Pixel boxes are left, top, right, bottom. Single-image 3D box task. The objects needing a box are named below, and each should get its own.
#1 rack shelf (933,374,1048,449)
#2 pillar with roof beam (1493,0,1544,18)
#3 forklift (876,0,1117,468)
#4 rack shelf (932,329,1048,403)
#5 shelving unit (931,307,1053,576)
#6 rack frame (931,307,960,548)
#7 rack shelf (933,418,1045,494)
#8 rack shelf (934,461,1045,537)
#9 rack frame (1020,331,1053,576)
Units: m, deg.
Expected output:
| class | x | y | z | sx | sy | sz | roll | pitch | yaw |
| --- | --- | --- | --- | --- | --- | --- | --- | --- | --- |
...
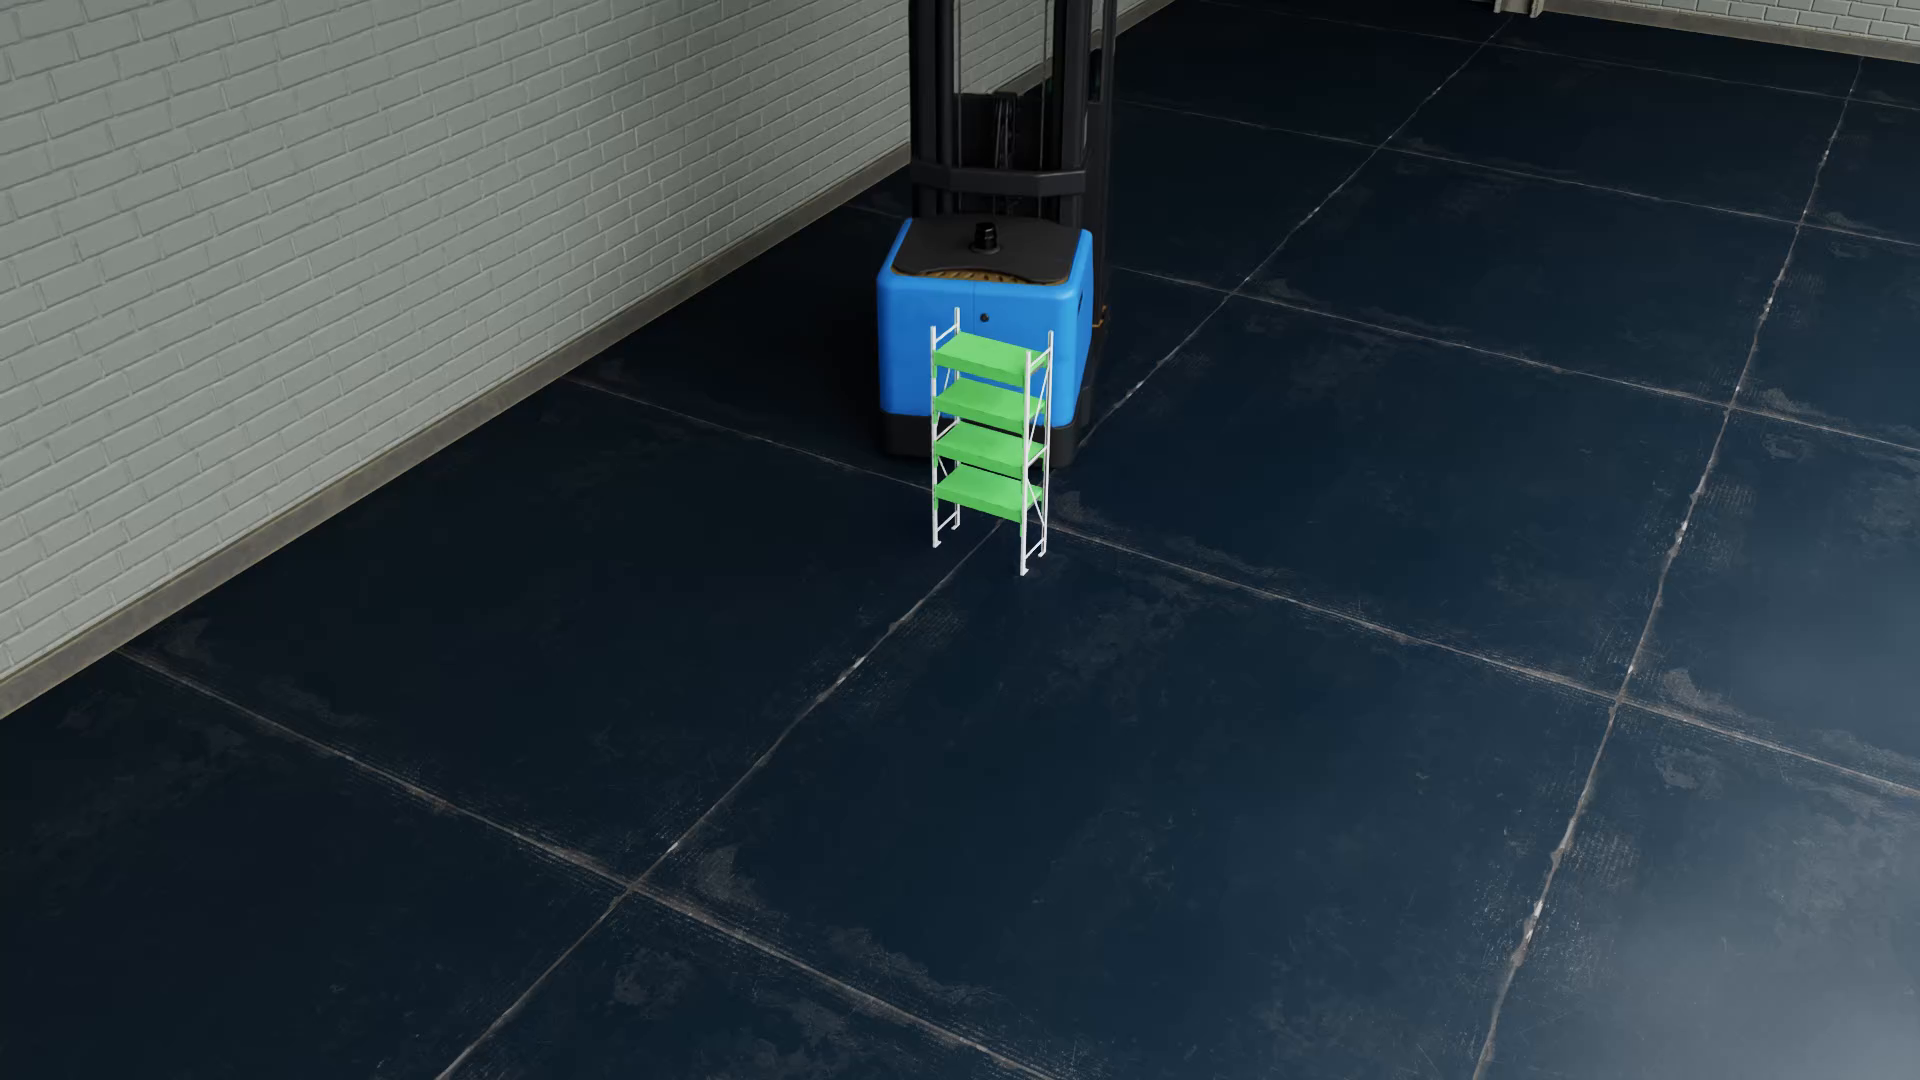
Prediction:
| class | x | y | z | sx | sy | sz | roll | pitch | yaw |
| --- | --- | --- | --- | --- | --- | --- | --- | --- | --- |
| rack shelf | 0.144 | -0.600 | 7.751 | 0.480 | 0.148 | 0.258 | 18 | 37 | 24 |
| pillar with roof beam | 3.169 | -6.705 | 10.200 | 0.400 | 9.000 | 9.100 | 18 | 37 | 24 |
| forklift | 0.314 | -2.402 | 9.213 | 1.130 | 2.935 | 3.031 | 5 | 34 | 8 |
| rack shelf | 0.144 | -0.800 | 7.618 | 0.480 | 0.148 | 0.258 | 18 | 37 | 24 |
| shelving unit | 0.144 | -0.454 | 7.849 | 0.503 | 1.200 | 0.258 | 18 | 37 | 24 |
| rack frame | -0.068 | -0.521 | 7.950 | 0.015 | 1.200 | 0.240 | 18 | 37 | 24 |
| rack shelf | 0.144 | -0.401 | 7.884 | 0.480 | 0.148 | 0.258 | 18 | 37 | 24 |
| rack shelf | 0.144 | -0.201 | 8.018 | 0.480 | 0.148 | 0.258 | 18 | 37 | 24 |
| rack frame | 0.356 | -0.387 | 7.748 | 0.015 | 1.200 | 0.240 | 18 | 37 | 24 |
